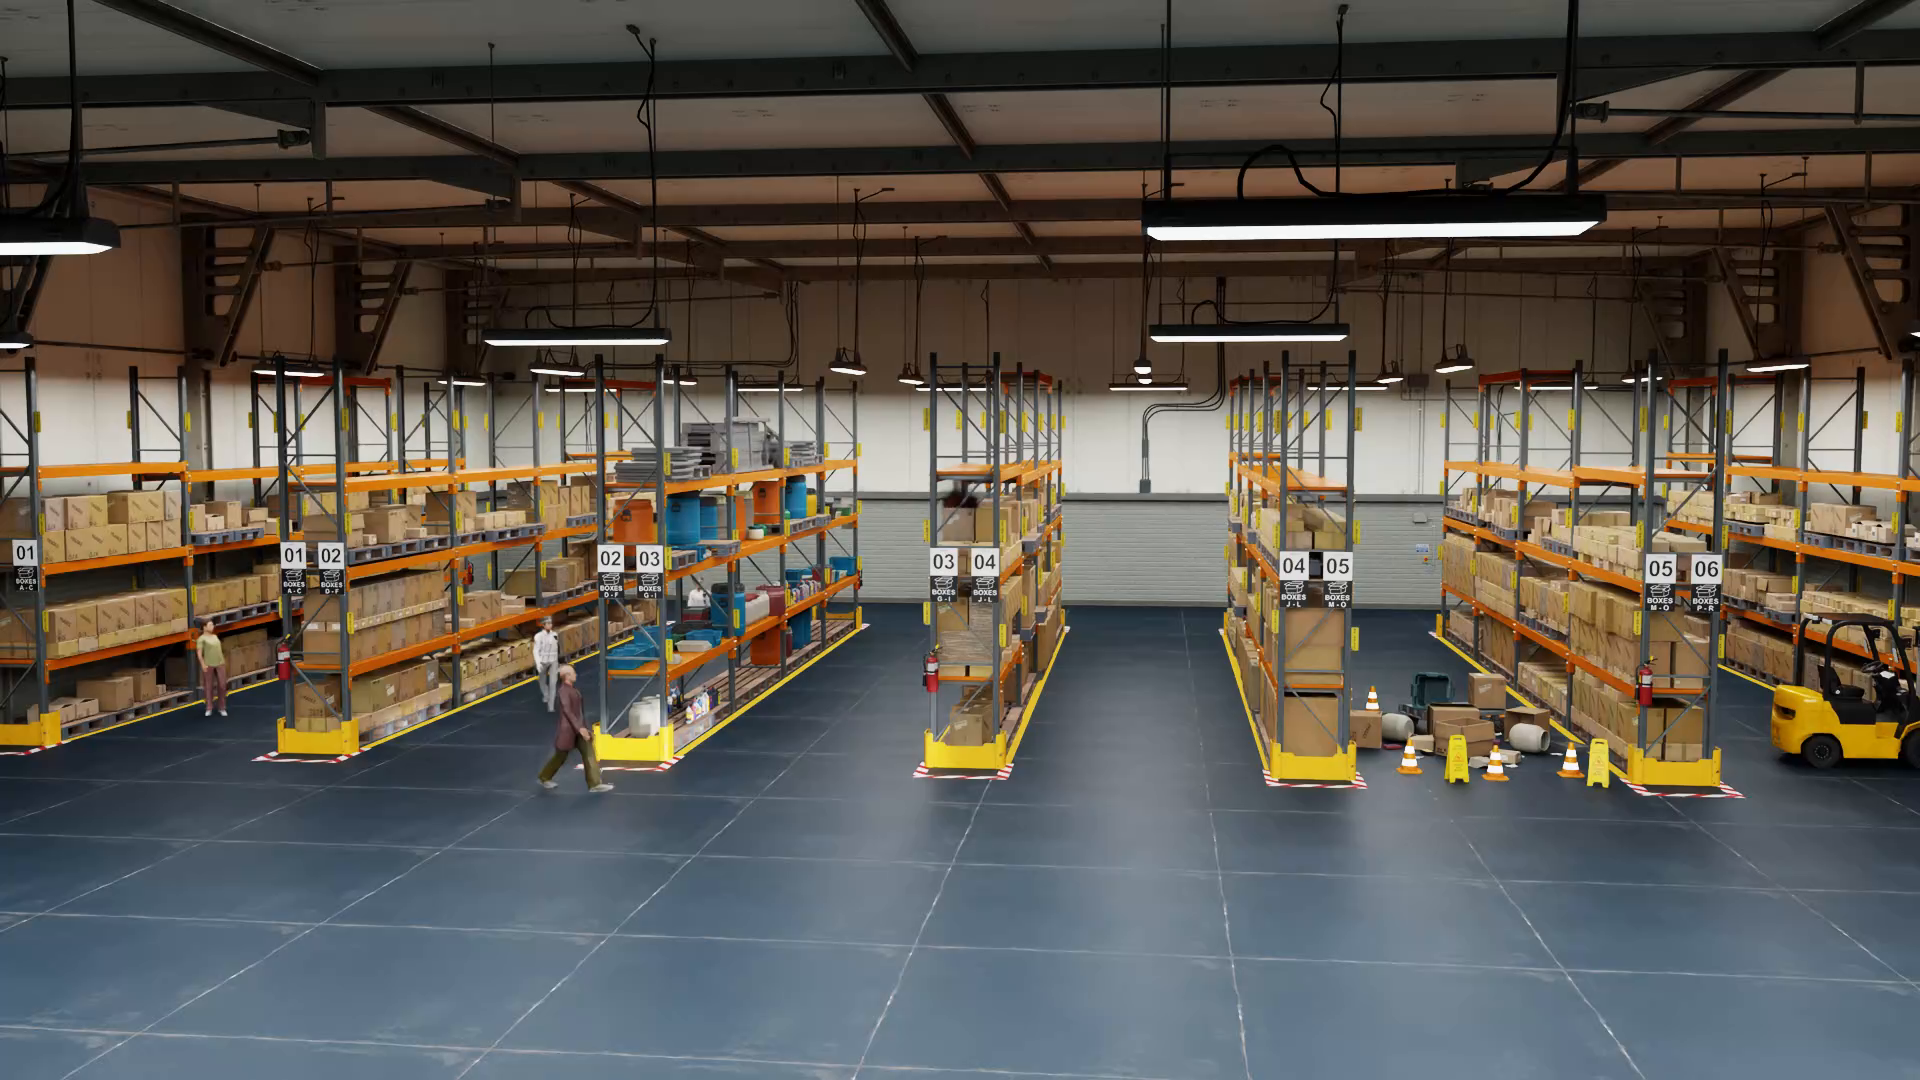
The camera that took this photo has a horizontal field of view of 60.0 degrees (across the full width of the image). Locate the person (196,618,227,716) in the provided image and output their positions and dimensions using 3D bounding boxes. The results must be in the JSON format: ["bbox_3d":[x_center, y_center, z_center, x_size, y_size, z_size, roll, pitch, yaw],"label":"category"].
[{"bbox_3d":[-12.752,2.183,28.329,0.482,1.699,0.586,-3,5,-37],"label":"person"}]

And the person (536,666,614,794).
[{"bbox_3d":[-5.220,2.559,22.441,1.123,1.733,0.545,2,5,27],"label":"person"}]

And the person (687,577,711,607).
[{"bbox_3d":[-5.687,1.621,36.115,0.467,1.644,0.948,1,4,8],"label":"person"}]

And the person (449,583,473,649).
[{"bbox_3d":[-10.454,1.716,34.801,0.564,1.639,0.975,0,4,6],"label":"person"}]

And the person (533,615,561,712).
[{"bbox_3d":[-7.189,2.123,28.972,0.456,1.638,0.914,-1,4,-8],"label":"person"}]
